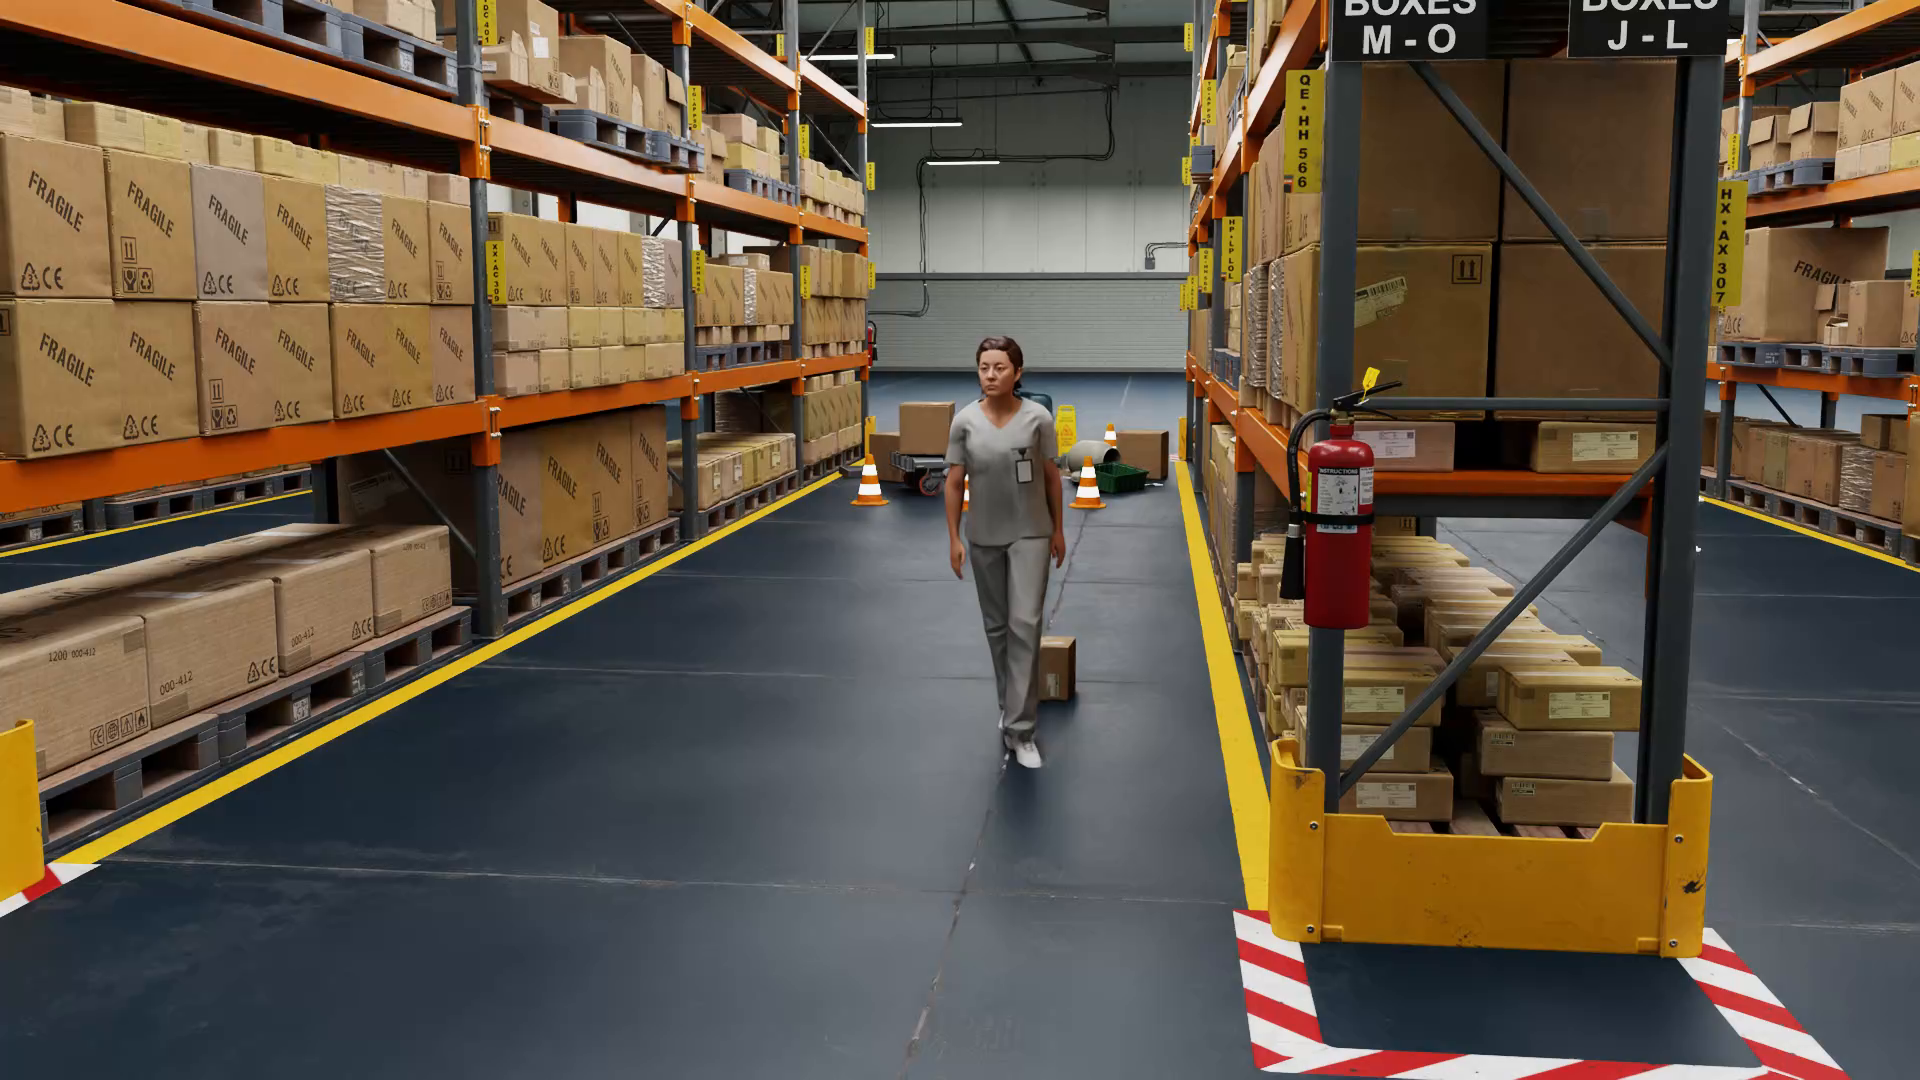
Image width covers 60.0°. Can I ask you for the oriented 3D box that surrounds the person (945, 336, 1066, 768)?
[{"bbox_3d":[0.178,0.029,6.727,0.470,1.699,0.685,2,8,11],"label":"person"}]
